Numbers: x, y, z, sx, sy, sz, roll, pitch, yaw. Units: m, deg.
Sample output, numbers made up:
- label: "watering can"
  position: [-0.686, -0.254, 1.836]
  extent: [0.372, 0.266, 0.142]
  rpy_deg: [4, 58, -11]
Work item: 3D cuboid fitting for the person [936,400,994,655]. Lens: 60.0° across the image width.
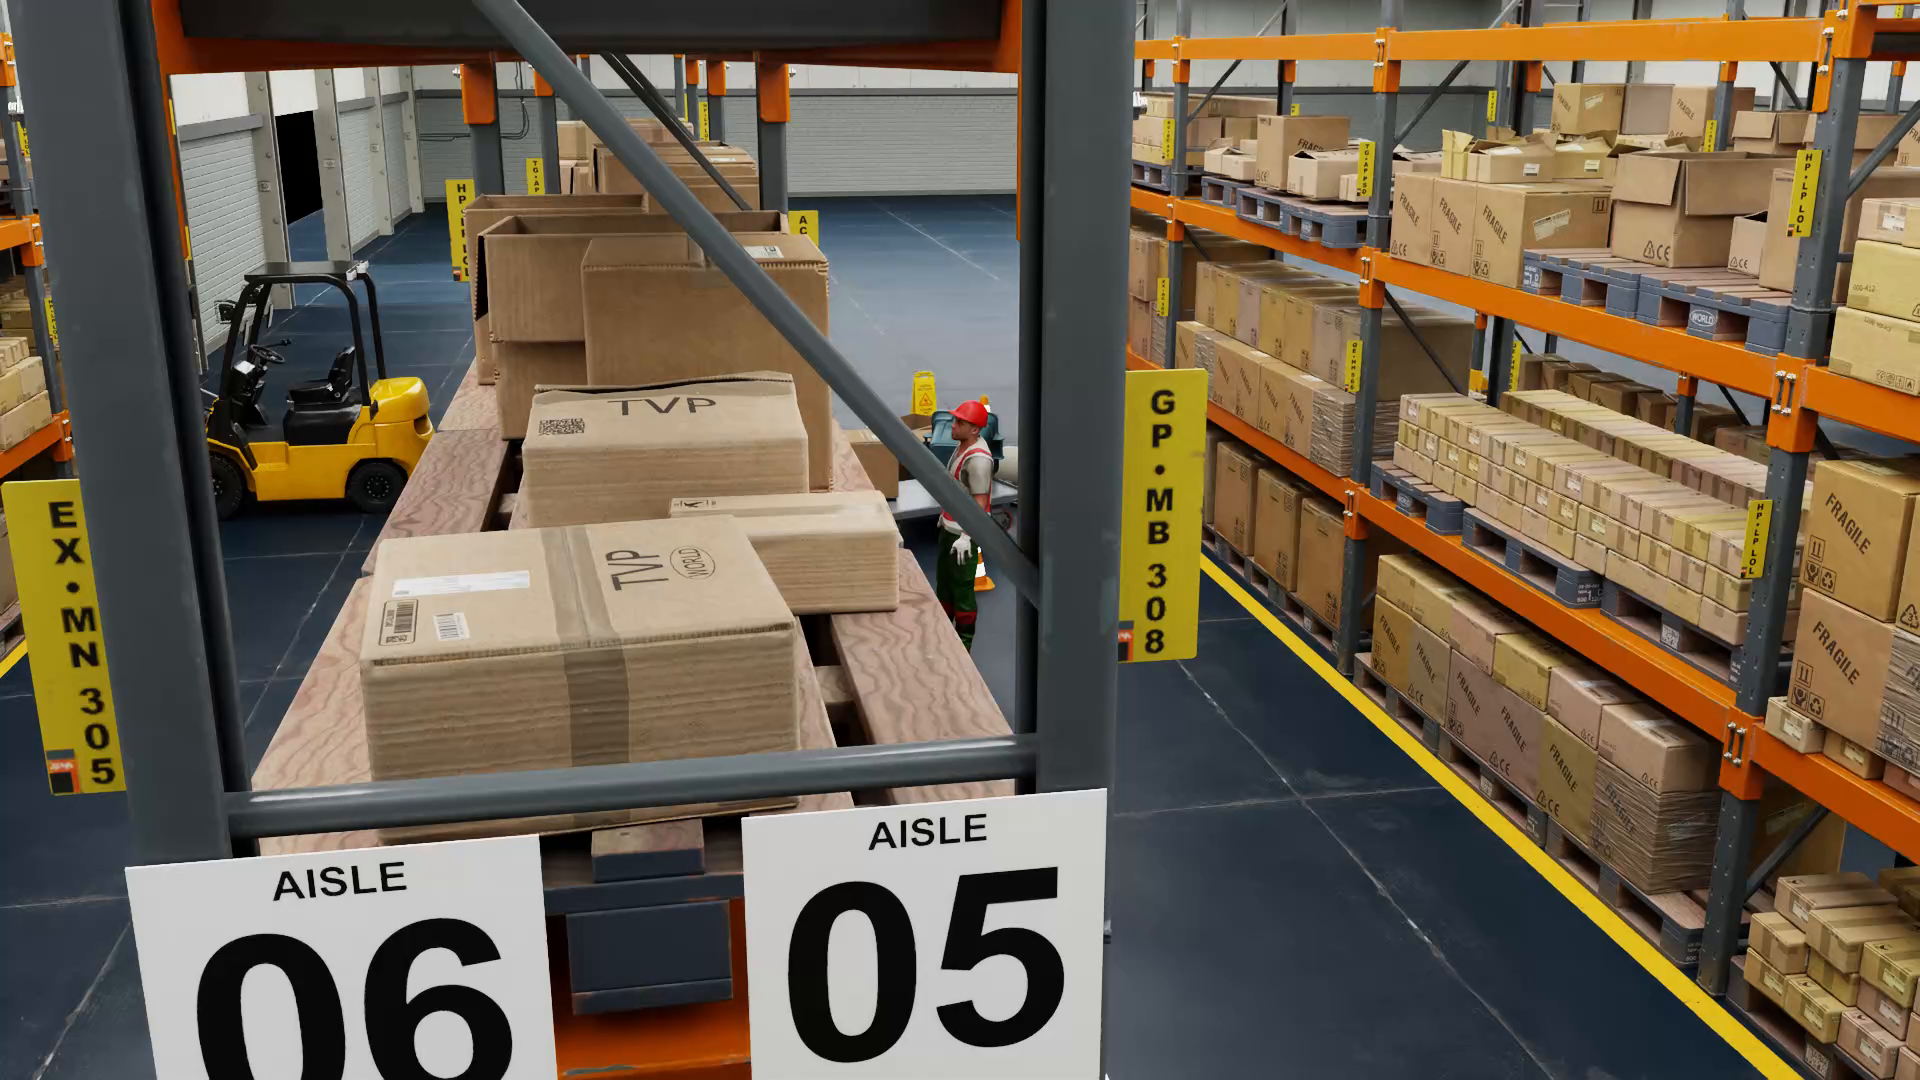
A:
- label: "person"
  position: [-0.065, -0.064, 11.183]
  extent: [0.564, 1.783, 0.637]
  rpy_deg: [-3, 16, -10]
